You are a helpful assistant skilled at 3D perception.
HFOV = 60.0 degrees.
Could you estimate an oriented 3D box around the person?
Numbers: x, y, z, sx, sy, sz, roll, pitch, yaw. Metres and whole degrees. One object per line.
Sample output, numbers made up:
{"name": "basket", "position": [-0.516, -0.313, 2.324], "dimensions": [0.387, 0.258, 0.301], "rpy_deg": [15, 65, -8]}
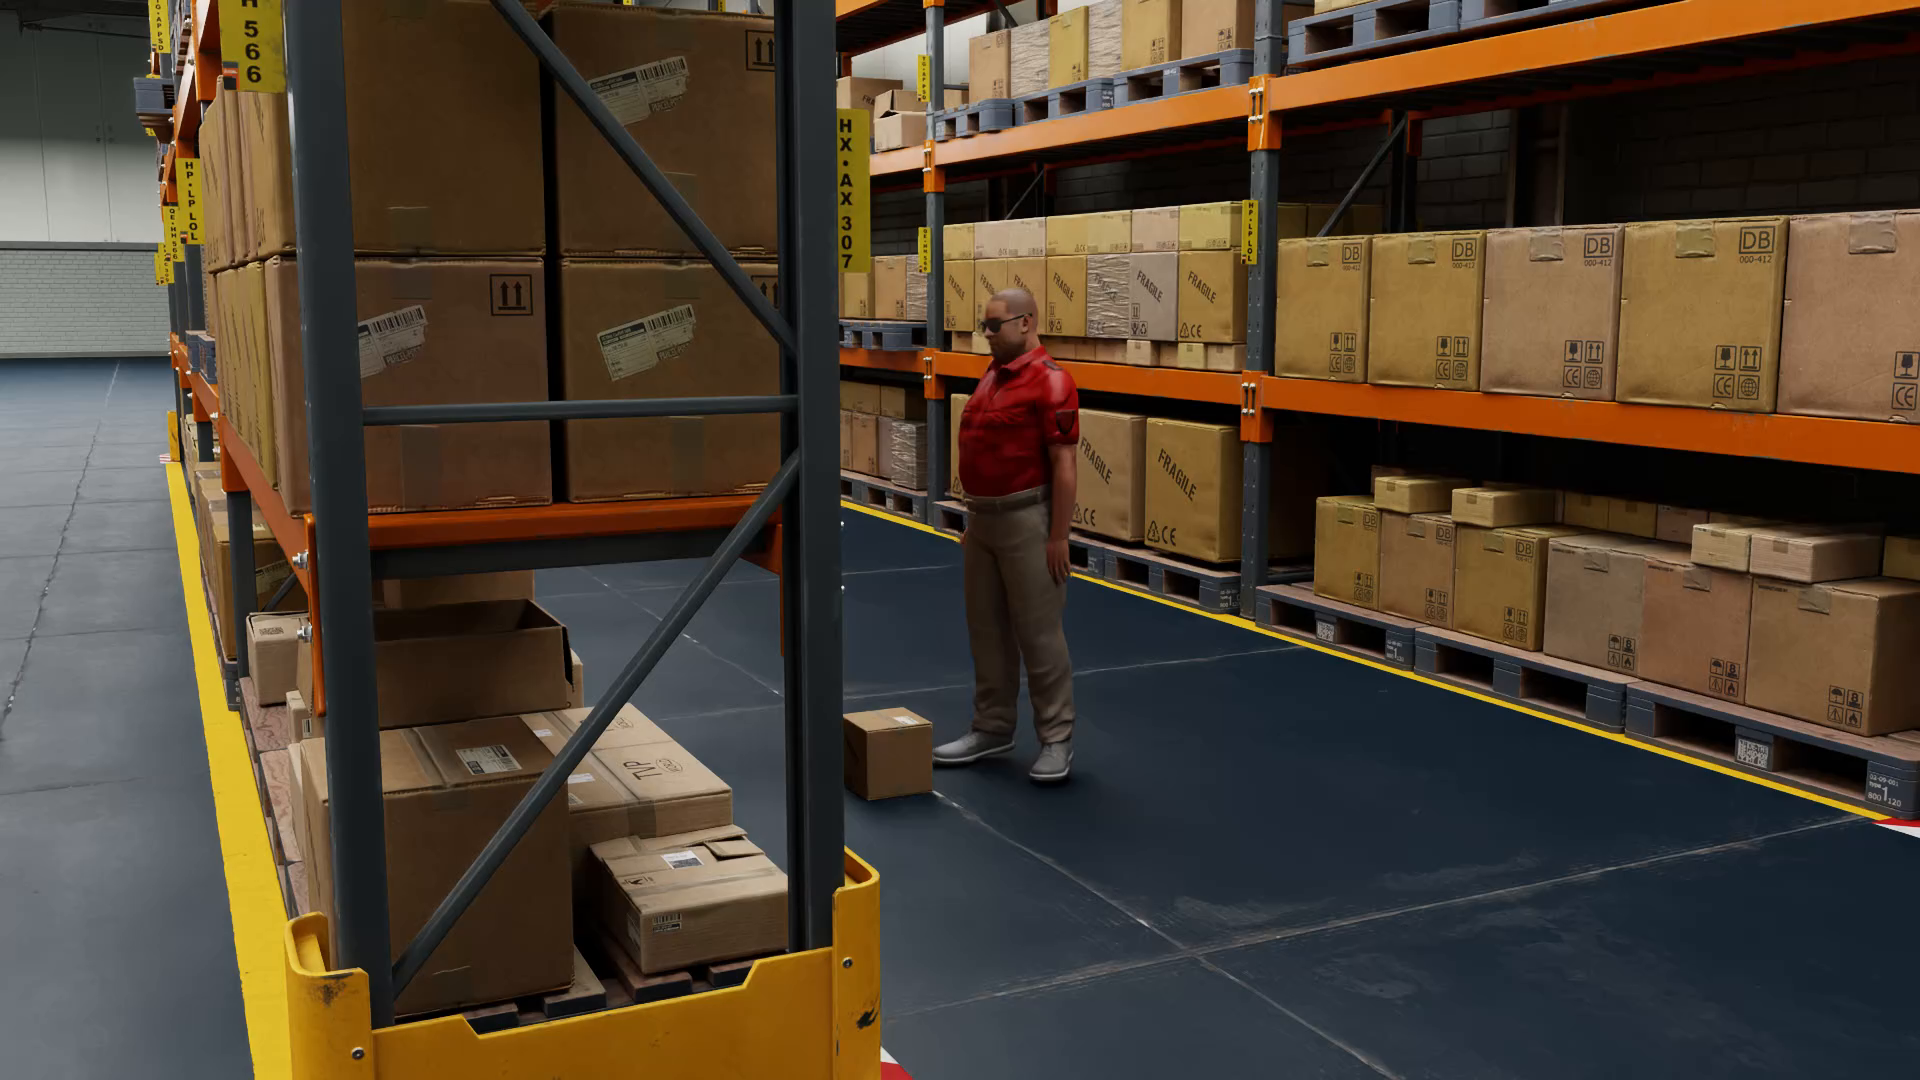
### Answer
{"name": "person", "position": [0.174, -0.030, 5.980], "dimensions": [0.439, 1.734, 0.593], "rpy_deg": [-5, 10, -31]}
